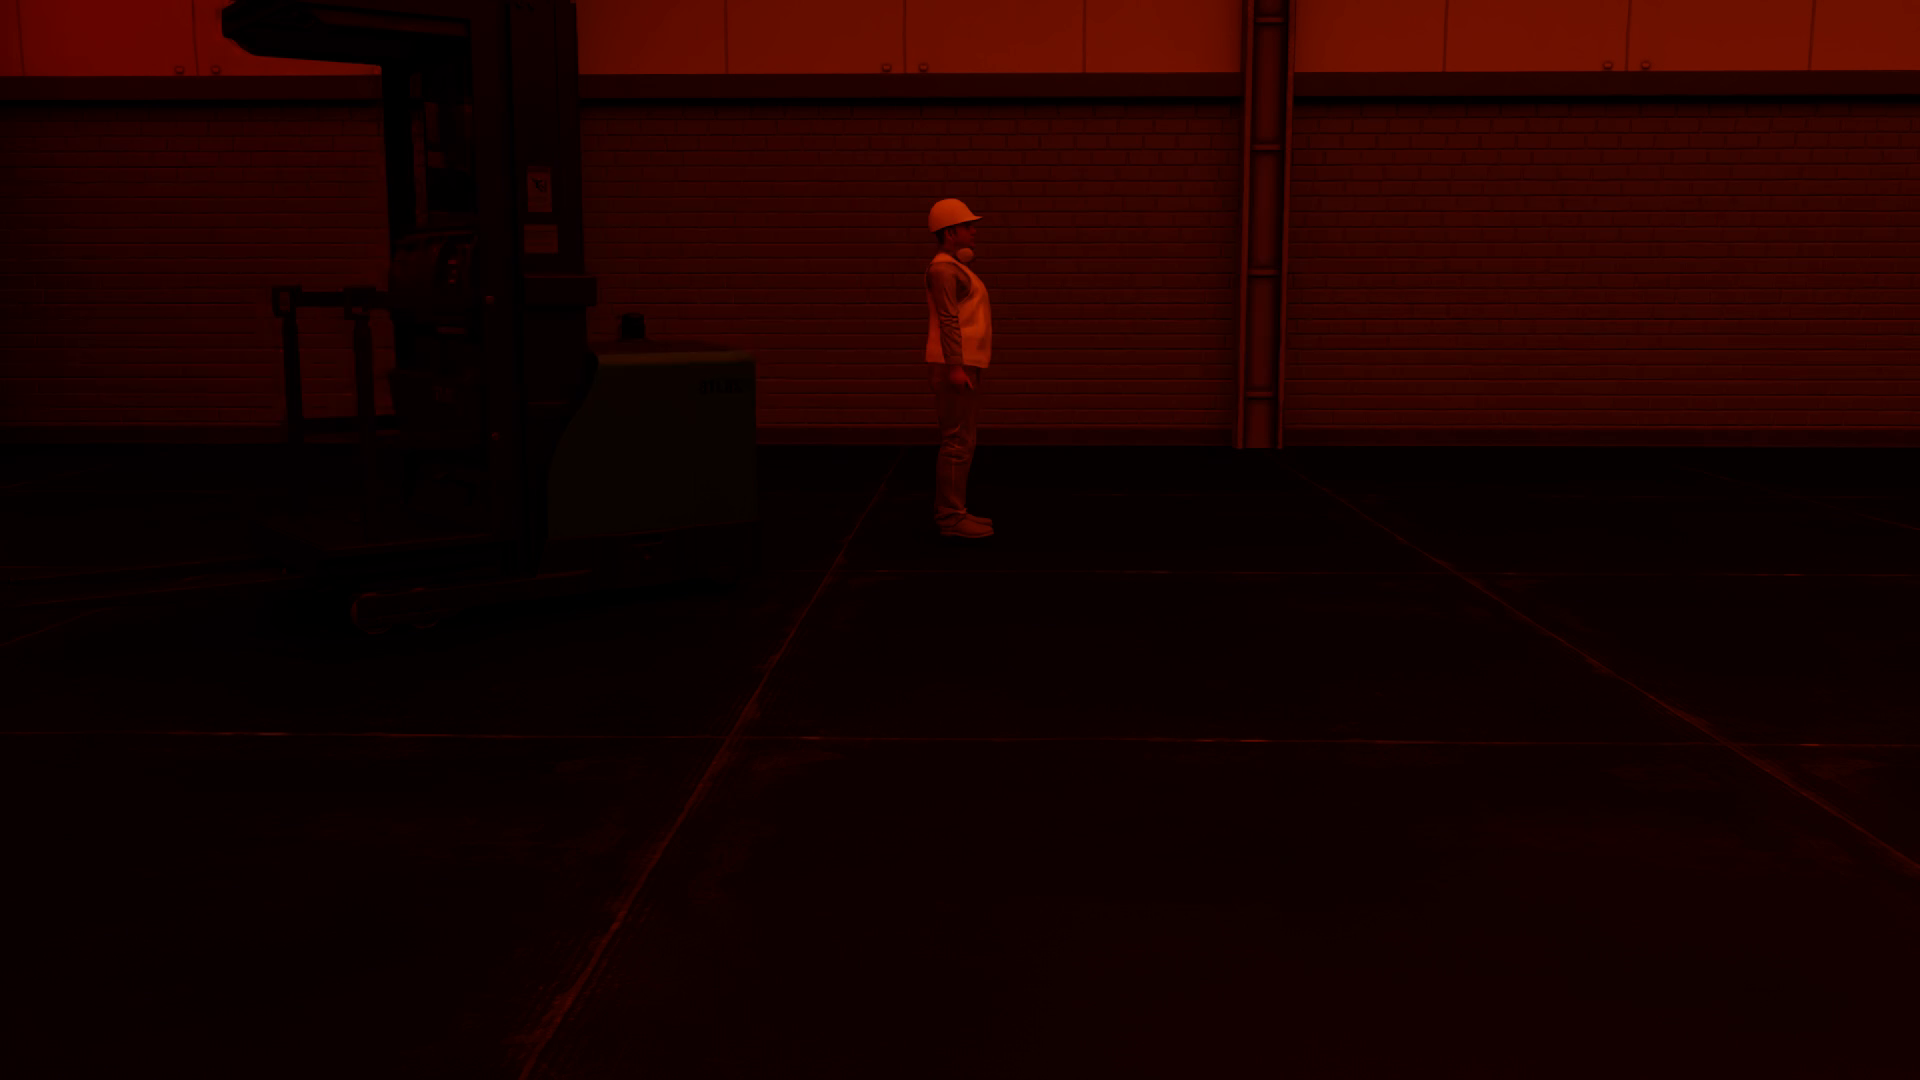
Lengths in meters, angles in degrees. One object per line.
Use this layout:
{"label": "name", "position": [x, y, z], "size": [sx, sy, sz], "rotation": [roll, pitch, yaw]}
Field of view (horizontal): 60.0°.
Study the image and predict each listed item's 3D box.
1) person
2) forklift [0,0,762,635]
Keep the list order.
{"label": "person", "position": [0.000, -0.917, 8.872], "size": [0.373, 1.775, 0.525], "rotation": [0, 9, 1]}
{"label": "forklift", "position": [-2.393, -1.165, 6.922], "size": [3.031, 2.935, 1.130], "rotation": [-6, 11, -36]}
